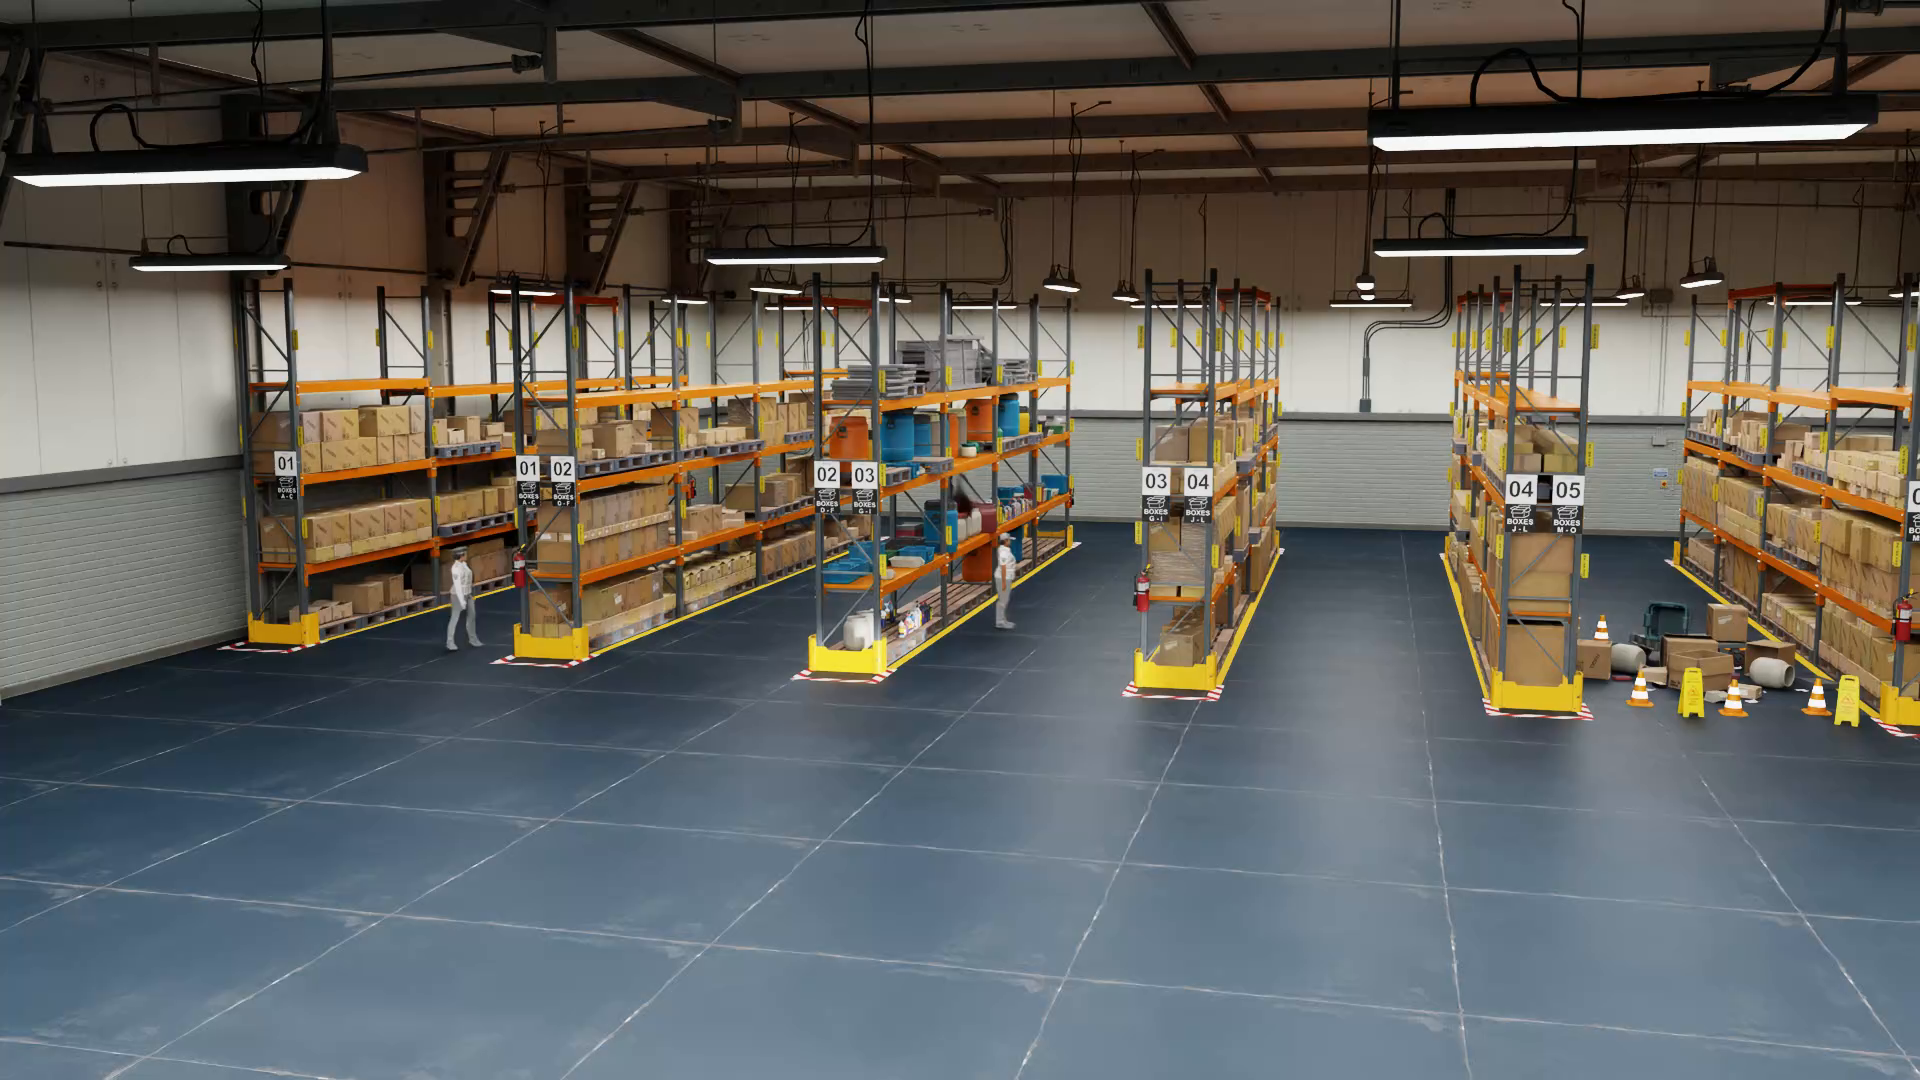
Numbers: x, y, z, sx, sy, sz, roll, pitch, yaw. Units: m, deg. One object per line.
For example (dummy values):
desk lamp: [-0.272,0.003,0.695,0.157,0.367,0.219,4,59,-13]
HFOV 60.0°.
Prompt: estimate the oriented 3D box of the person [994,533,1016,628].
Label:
person: [0.790,0.703,29.004,0.386,1.669,0.547,0,7,2]

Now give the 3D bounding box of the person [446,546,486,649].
person: [-8.108,0.948,27.109,0.475,1.718,0.605,2,7,13]
